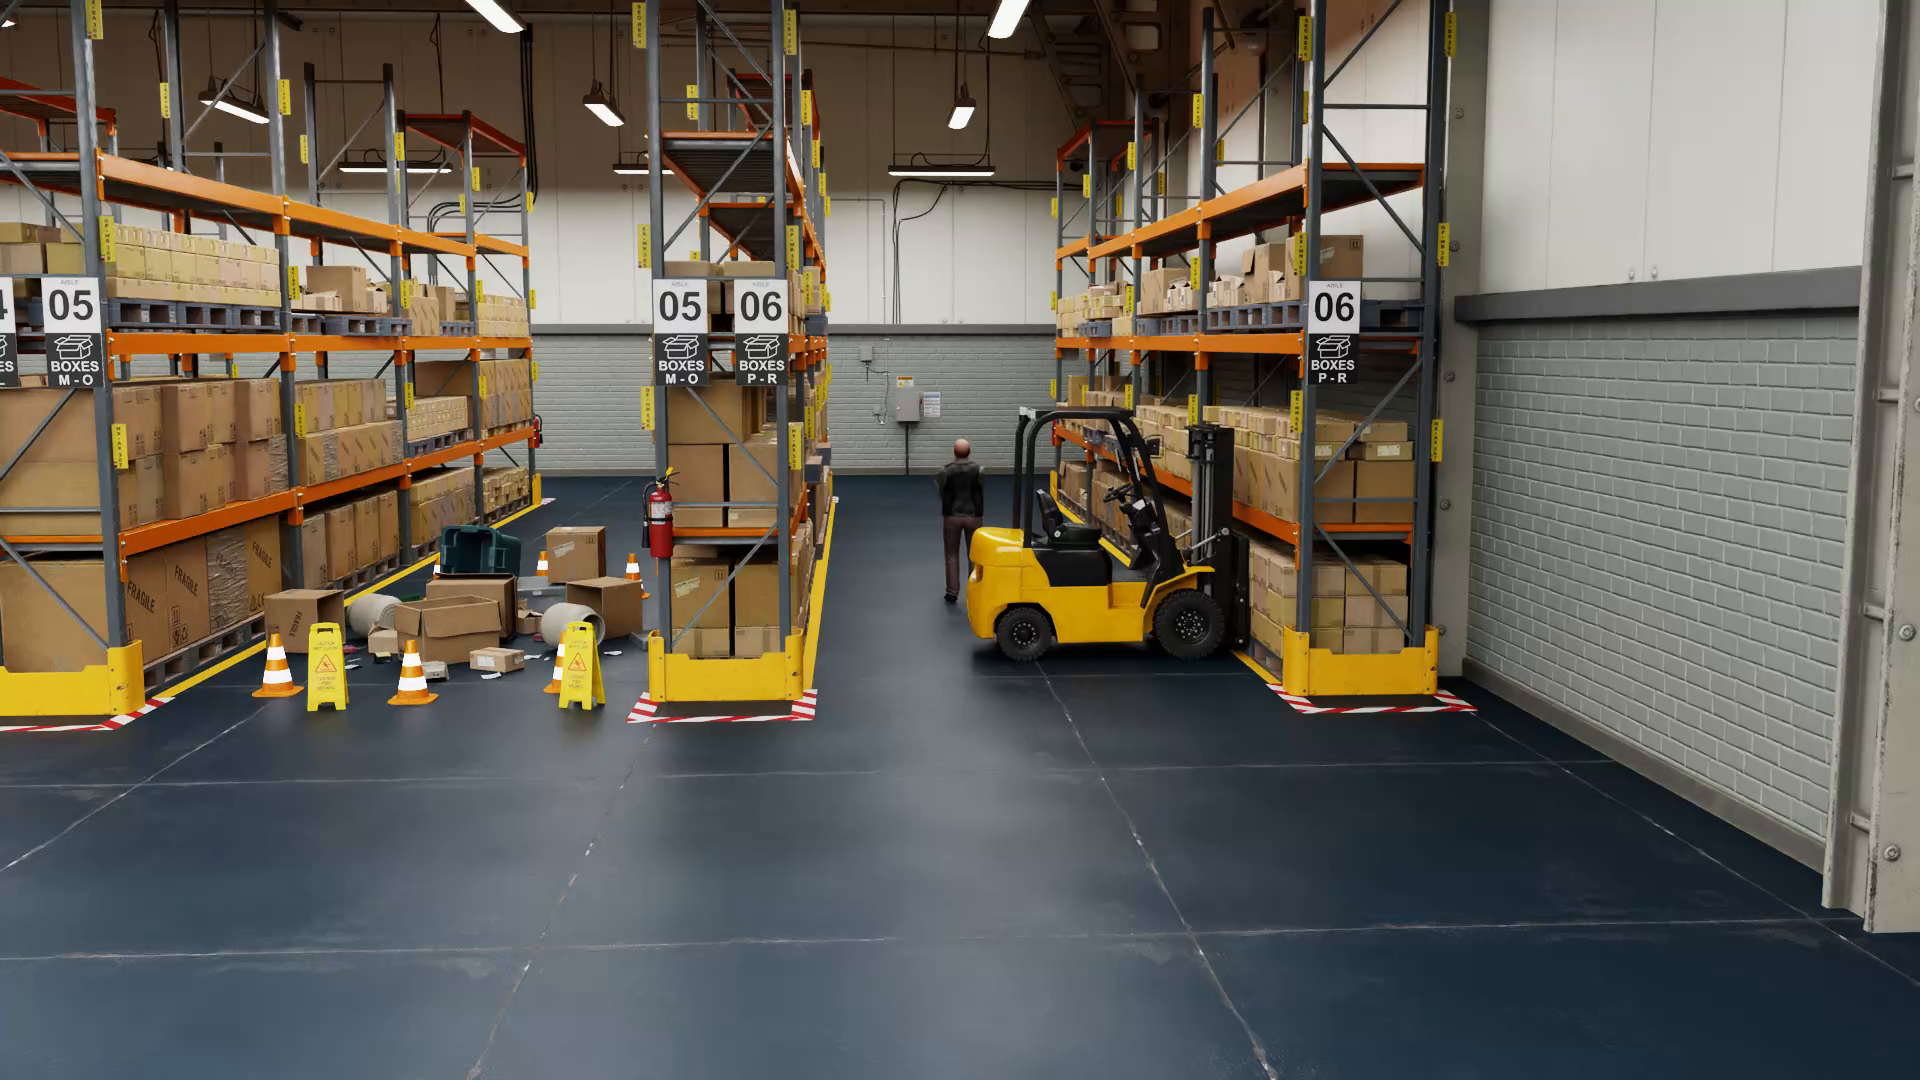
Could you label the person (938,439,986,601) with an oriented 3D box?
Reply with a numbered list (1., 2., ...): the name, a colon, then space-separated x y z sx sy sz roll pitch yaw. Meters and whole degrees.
1. person: 0.014 -0.226 17.739 0.501 1.722 0.548 0 7 -4
